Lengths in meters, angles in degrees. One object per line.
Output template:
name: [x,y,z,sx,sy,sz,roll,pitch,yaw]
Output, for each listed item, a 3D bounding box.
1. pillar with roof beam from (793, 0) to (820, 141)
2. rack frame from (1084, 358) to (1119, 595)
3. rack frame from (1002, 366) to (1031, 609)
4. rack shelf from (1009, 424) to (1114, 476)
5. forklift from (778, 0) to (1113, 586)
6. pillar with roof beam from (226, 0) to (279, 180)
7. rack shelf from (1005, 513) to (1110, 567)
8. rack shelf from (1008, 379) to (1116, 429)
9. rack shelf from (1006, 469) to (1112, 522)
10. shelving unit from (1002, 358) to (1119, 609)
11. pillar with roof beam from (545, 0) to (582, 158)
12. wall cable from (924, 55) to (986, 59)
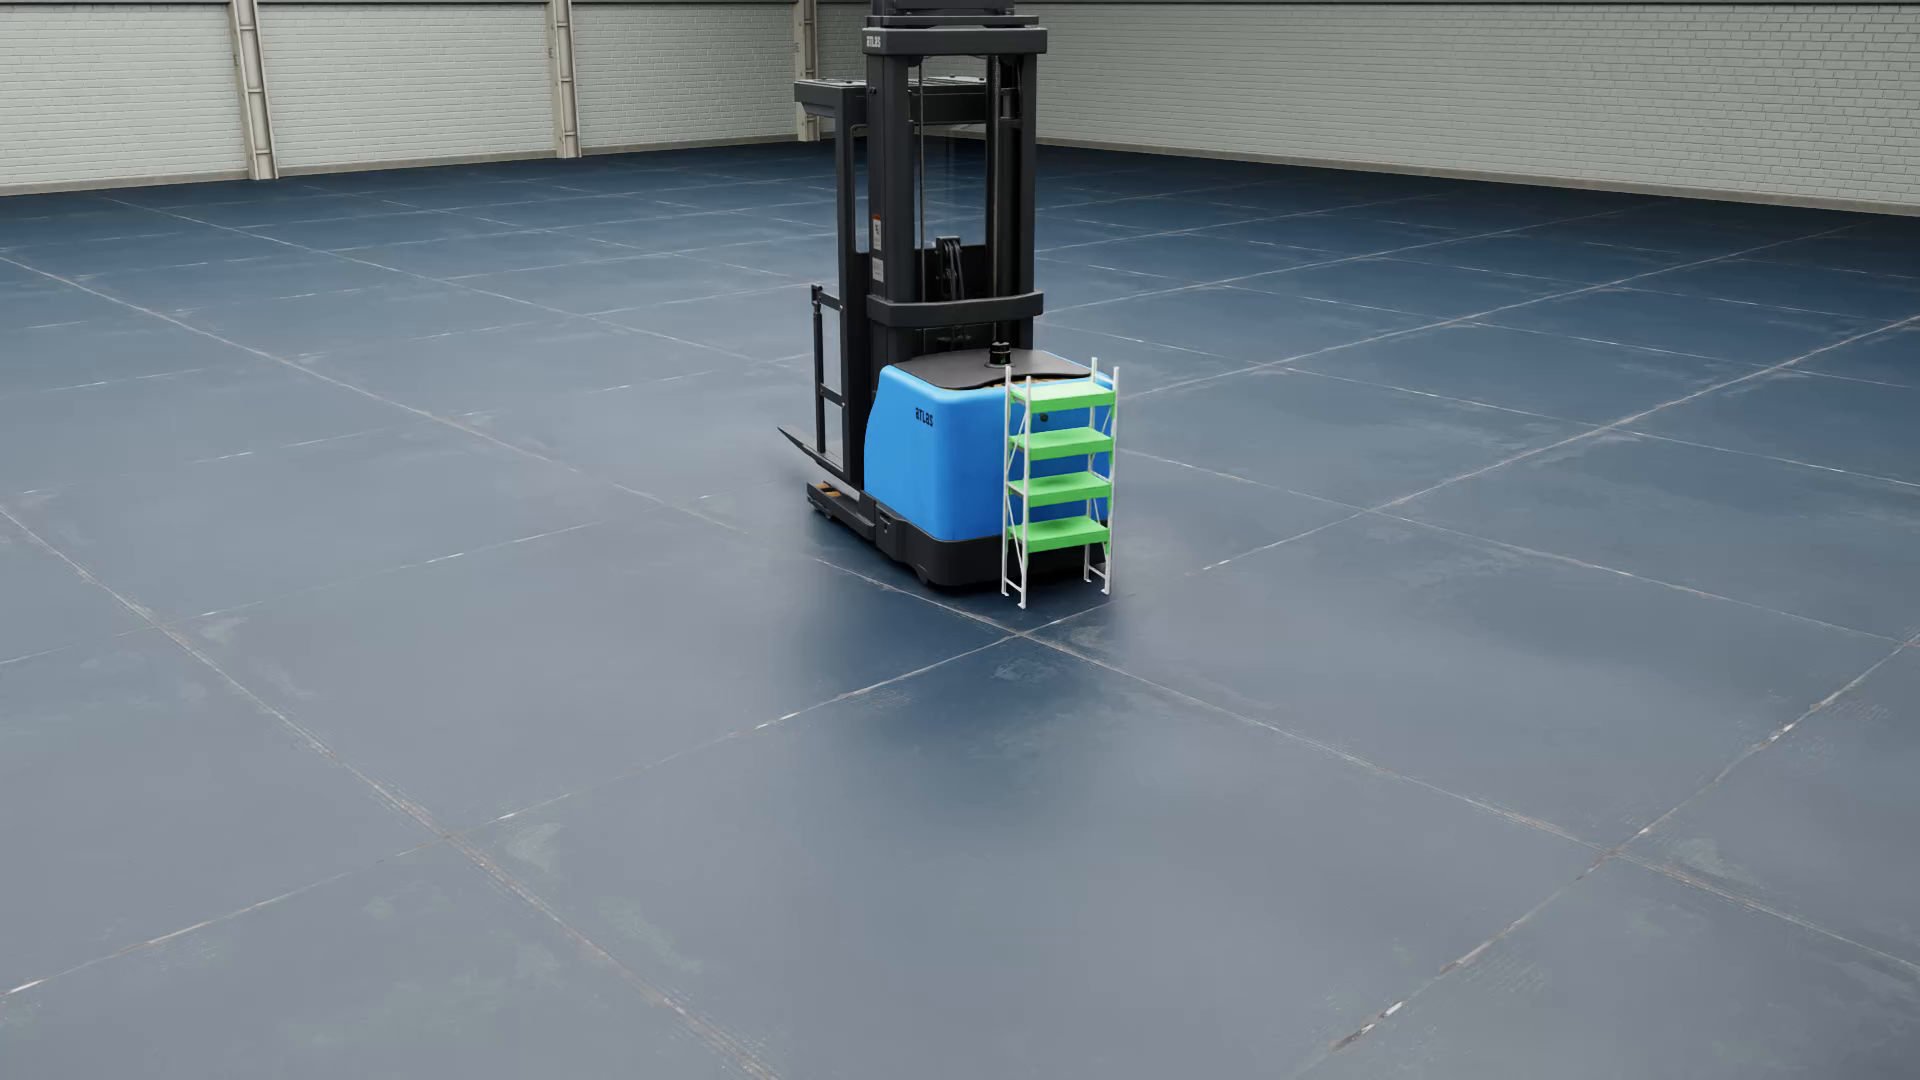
pillar with roof beam: [-0.378,-12.120,32.277,0.400,9.000,9.100,-16,24,-41]
rack frame: [0.721,-0.320,8.516,0.015,1.200,0.240,-8,21,-24]
rack frame: [0.280,-0.256,8.317,0.015,1.200,0.240,-8,21,-24]
rack shelf: [0.502,-0.454,8.358,0.480,0.148,0.258,-8,21,-24]
forklift: [-0.268,-1.569,9.572,1.130,2.935,3.031,-8,20,-24]
pillar with roof beam: [-9.098,-9.578,24.434,0.400,9.000,9.100,-16,24,-41]
rack shelf: [0.497,-0.001,8.517,0.480,0.148,0.258,-8,21,-24]
rack shelf: [0.505,-0.681,8.279,0.480,0.148,0.258,-8,21,-24]
rack shelf: [0.499,-0.228,8.438,0.480,0.148,0.258,-8,21,-24]
shelving unit: [0.500,-0.288,8.417,0.503,1.200,0.258,-8,21,-24]
pillar with roof beam: [-4.738,-10.849,28.355,0.400,9.000,9.100,-16,24,-41]
wall cable: [-0.287,-11.936,36.742,0.112,2.526,3.097,-16,24,-41]
